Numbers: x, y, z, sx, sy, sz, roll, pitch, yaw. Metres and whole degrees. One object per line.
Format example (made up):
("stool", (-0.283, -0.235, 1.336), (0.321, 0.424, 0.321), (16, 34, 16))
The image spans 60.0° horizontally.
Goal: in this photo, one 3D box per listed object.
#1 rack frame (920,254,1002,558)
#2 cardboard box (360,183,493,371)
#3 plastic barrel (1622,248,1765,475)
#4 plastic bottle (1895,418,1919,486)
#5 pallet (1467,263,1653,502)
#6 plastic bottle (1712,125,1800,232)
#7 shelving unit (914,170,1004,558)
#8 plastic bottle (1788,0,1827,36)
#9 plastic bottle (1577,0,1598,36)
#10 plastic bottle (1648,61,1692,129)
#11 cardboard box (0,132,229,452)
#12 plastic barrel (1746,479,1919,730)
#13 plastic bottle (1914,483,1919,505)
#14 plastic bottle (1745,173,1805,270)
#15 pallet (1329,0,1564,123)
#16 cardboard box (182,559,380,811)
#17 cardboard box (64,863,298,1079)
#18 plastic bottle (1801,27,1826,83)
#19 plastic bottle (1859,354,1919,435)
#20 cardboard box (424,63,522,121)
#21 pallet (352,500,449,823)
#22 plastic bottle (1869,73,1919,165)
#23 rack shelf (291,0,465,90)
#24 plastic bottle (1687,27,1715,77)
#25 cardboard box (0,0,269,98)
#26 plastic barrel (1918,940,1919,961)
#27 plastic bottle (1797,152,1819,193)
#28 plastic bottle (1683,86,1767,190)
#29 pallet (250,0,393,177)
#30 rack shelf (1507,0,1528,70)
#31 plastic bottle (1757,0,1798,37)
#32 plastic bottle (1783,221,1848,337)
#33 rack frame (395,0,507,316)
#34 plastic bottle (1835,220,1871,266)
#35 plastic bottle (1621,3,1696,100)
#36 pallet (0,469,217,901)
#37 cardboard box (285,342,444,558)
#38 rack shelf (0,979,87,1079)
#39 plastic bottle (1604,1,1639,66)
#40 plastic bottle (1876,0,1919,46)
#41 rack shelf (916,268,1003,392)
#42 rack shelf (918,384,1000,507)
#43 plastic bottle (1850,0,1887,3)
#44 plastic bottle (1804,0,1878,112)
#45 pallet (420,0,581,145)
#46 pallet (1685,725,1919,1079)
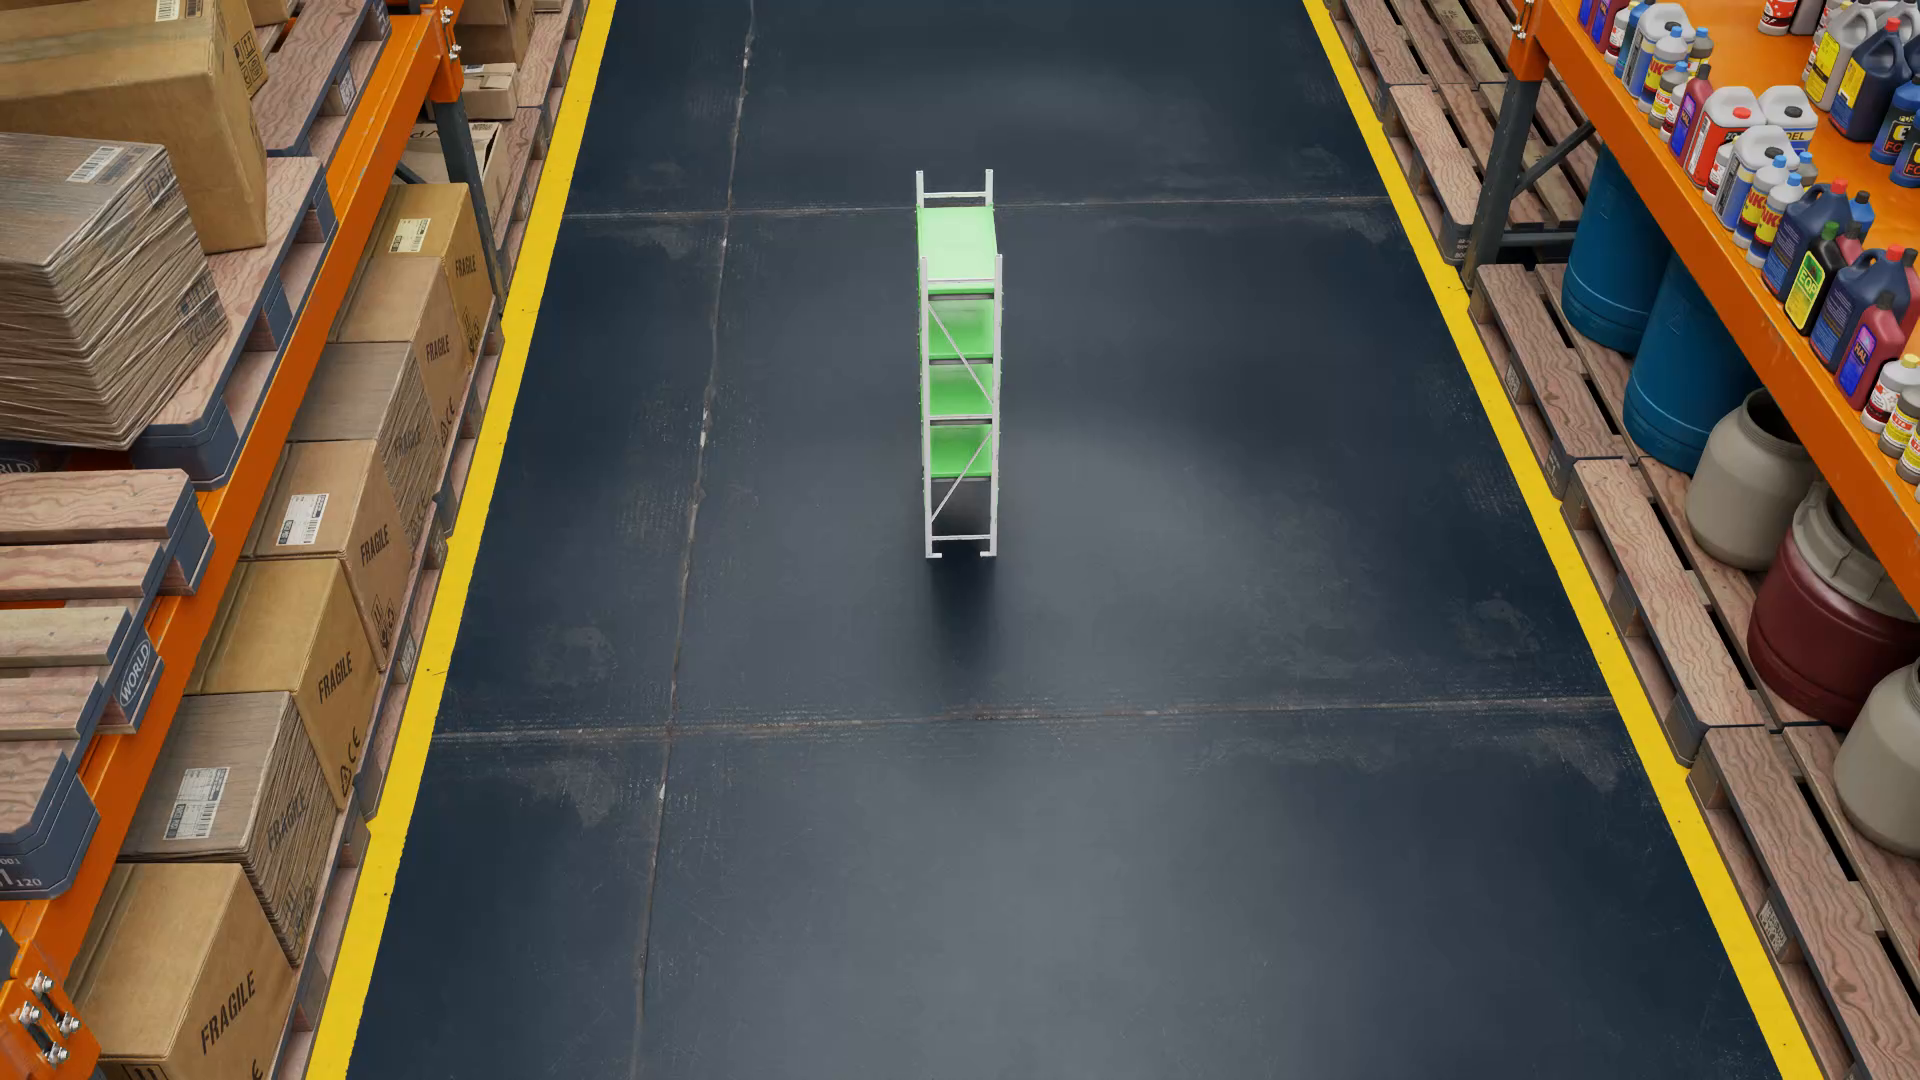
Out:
("rack frame", (0.003, -0.389, 5.287), (0.240, 1.200, 0.015), (-2, 43, -2))
("cardboard box", (-2.050, -0.959, 6.101), (0.500, 0.500, 0.500), (-2, 43, -2))
("plastic barrel", (2.628, -0.718, 5.556), (0.600, 0.901, 0.708), (-2, 43, -2))
("plastic bottle", (2.301, -0.233, 3.931), (0.097, 0.201, 0.097), (0, 43, 0))
("pallet", (2.583, -0.633, 6.284), (1.003, 0.211, 1.213), (-2, 43, -2))
("plastic bottle", (2.280, -1.032, 4.748), (0.152, 0.276, 0.135), (-2, 43, -2))
("shelving unit", (-0.007, -0.554, 5.466), (0.258, 1.200, 0.503), (-2, 43, -2))
("plastic bottle", (2.932, -1.880, 5.673), (0.152, 0.276, 0.135), (-2, 43, -2))
("plastic bottle", (2.181, -1.880, 5.667), (0.061, 0.283, 0.133), (-2, 43, -2))
("plastic bottle", (2.228, -1.394, 5.198), (0.097, 0.201, 0.097), (0, 43, 0))
("cardboard box", (-2.174, -0.579, 3.777), (0.700, 0.500, 0.500), (6, 43, 6))
("plastic barrel", (2.676, 0.160, 4.830), (0.600, 0.588, 0.708), (-2, 43, -2))
("plastic bottle", (2.306, -0.193, 3.836), (0.097, 0.271, 0.097), (0, 43, 0))
("plastic bottle", (2.262, -0.885, 4.591), (0.097, 0.271, 0.097), (0, 43, 0))
("pallet", (2.467, -2.476, 8.295), (1.003, 0.211, 1.213), (-2, 43, -2))
("cardboard box", (-1.965, 0.409, 4.608), (0.500, 0.500, 0.500), (-2, 43, -2))
("cardboard box", (-1.921, 1.101, 3.853), (0.500, 0.500, 0.500), (0, 43, 0))
("plastic bottle", (2.823, -1.590, 5.412), (0.097, 0.201, 0.097), (0, 43, 0))
("plastic bottle", (2.293, -0.364, 4.074), (0.097, 0.201, 0.097), (0, 43, 0))
("cardboard box", (-2.205, -2.034, 7.520), (0.380, 0.166, 0.250), (-2, 43, -2))
("pallet", (-2.230, 0.358, 5.203), (1.003, 0.211, 1.213), (-2, 43, -2))
("plastic bottle", (2.845, -1.275, 5.017), (0.097, 0.271, 0.097), (0, 43, 0))
("rack shelf", (-2.442, -3.128, 7.475), (1.077, 0.370, 4.000), (-2, 43, -2))
("plastic bottle", (2.370, -1.555, 5.374), (0.097, 0.201, 0.097), (0, 43, 0))
("cardboard box", (-2.468, -1.446, 4.723), (0.700, 0.500, 0.500), (5, 43, 5))
("plastic barrel", (2.724, 0.833, 3.917), (0.600, 0.830, 0.708), (-2, 43, -2))
("plastic bottle", (2.404, -1.021, 4.791), (0.097, 0.201, 0.097), (0, 43, 0))
("plastic bottle", (2.270, -1.189, 4.919), (0.152, 0.276, 0.135), (-2, 43, -2))
("pallet", (-2.432, -1.430, 5.232), (1.003, 0.211, 1.213), (-2, 43, -2))
("rack shelf", (2.507, -3.268, 7.628), (1.077, 0.370, 4.000), (-2, 43, -2))
("plastic bottle", (2.808, -1.837, 5.681), (0.097, 0.201, 0.097), (0, 43, 0))
("plastic bottle", (2.256, -0.687, 4.366), (0.061, 0.283, 0.133), (-2, 43, -2))
("rack frame", (-2.357, -2.043, 5.759), (1.000, 3.000, 0.127), (-2, 43, -2))
("plastic bottle", (2.317, -0.688, 4.367), (0.061, 0.283, 0.133), (-2, 43, -2))
("plastic bottle", (2.247, -1.567, 5.331), (0.152, 0.276, 0.135), (-2, 43, -2))
("pallet", (-2.286, 0.272, 3.375), (1.213, 0.211, 1.003), (-2, 43, -2))
("cardboard box", (-2.016, -0.286, 5.367), (0.500, 0.500, 0.500), (-1, 43, -1))
("rack shelf", (-2.102, 2.273, 1.583), (1.077, 0.370, 4.000), (-2, 43, -2))
("plastic bottle", (2.210, -1.682, 5.512), (0.097, 0.201, 0.097), (0, 43, 0))
("plastic bottle", (2.958, -1.553, 5.261), (0.144, 0.351, 0.185), (-2, 43, -2))
("rack shelf", (-0.007, -0.684, 5.347), (0.258, 0.148, 0.480), (-2, 43, -2))
("rack shelf", (-0.007, -0.330, 5.672), (0.258, 0.148, 0.480), (-2, 43, -2))
("plastic bottle", (2.987, -1.728, 5.502), (0.061, 0.283, 0.133), (-2, 43, -2))
("plastic bottle", (2.814, -1.549, 5.257), (0.144, 0.351, 0.185), (-2, 43, -2))
("pallet", (-2.440, -2.304, 8.108), (1.003, 0.211, 1.213), (-2, 43, -2))
("pallet", (2.687, 1.015, 4.487), (1.003, 0.211, 1.213), (-2, 43, -2))
